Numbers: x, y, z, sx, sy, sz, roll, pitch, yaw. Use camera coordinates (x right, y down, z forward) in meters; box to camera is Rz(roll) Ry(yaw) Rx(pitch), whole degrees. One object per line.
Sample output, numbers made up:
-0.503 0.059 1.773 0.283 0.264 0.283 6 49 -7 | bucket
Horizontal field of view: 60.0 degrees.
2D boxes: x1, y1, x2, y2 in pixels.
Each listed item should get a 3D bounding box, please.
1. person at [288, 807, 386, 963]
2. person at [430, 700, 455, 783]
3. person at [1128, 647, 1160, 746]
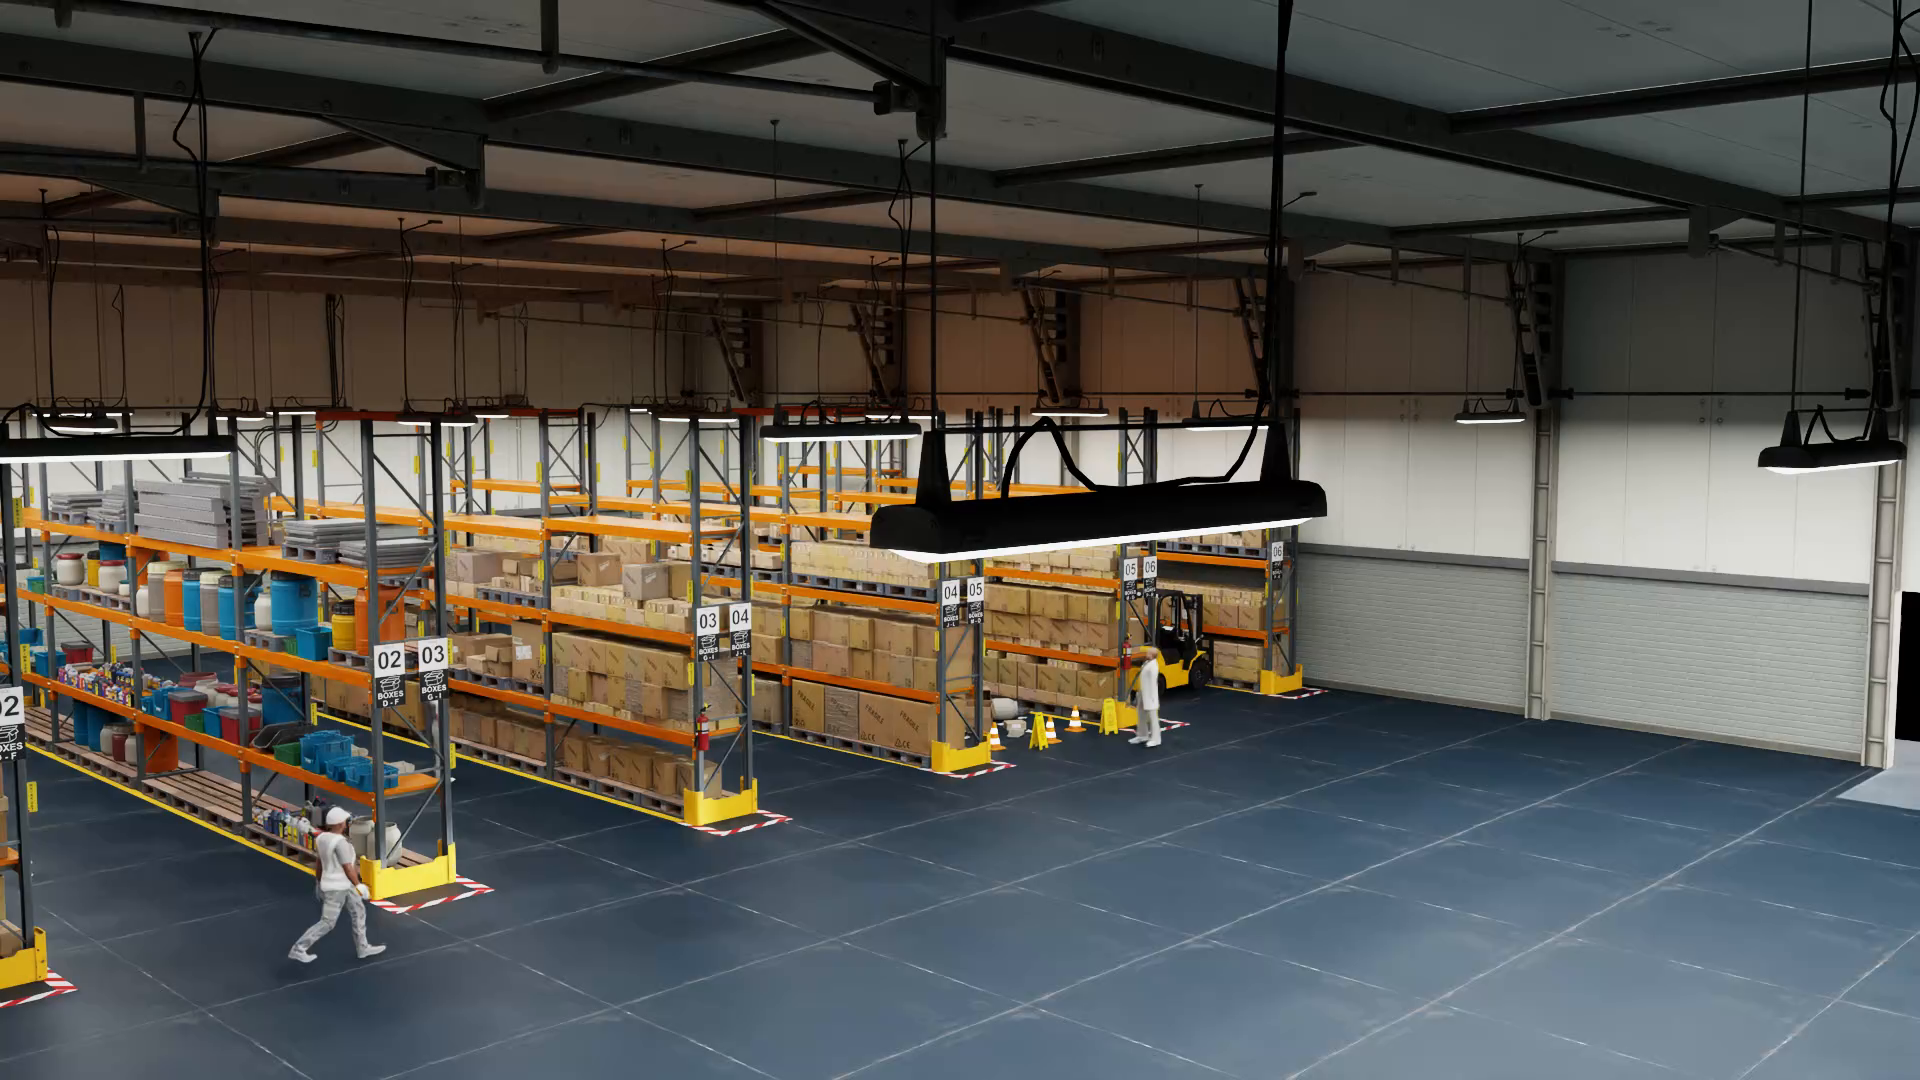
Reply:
-6.930 3.836 18.447 1.021 1.743 0.518 -2 5 -20 | person
-8.421 3.127 27.051 0.394 1.702 0.527 -1 5 -7 | person
3.344 2.795 29.869 0.469 1.795 0.750 -2 5 -18 | person
